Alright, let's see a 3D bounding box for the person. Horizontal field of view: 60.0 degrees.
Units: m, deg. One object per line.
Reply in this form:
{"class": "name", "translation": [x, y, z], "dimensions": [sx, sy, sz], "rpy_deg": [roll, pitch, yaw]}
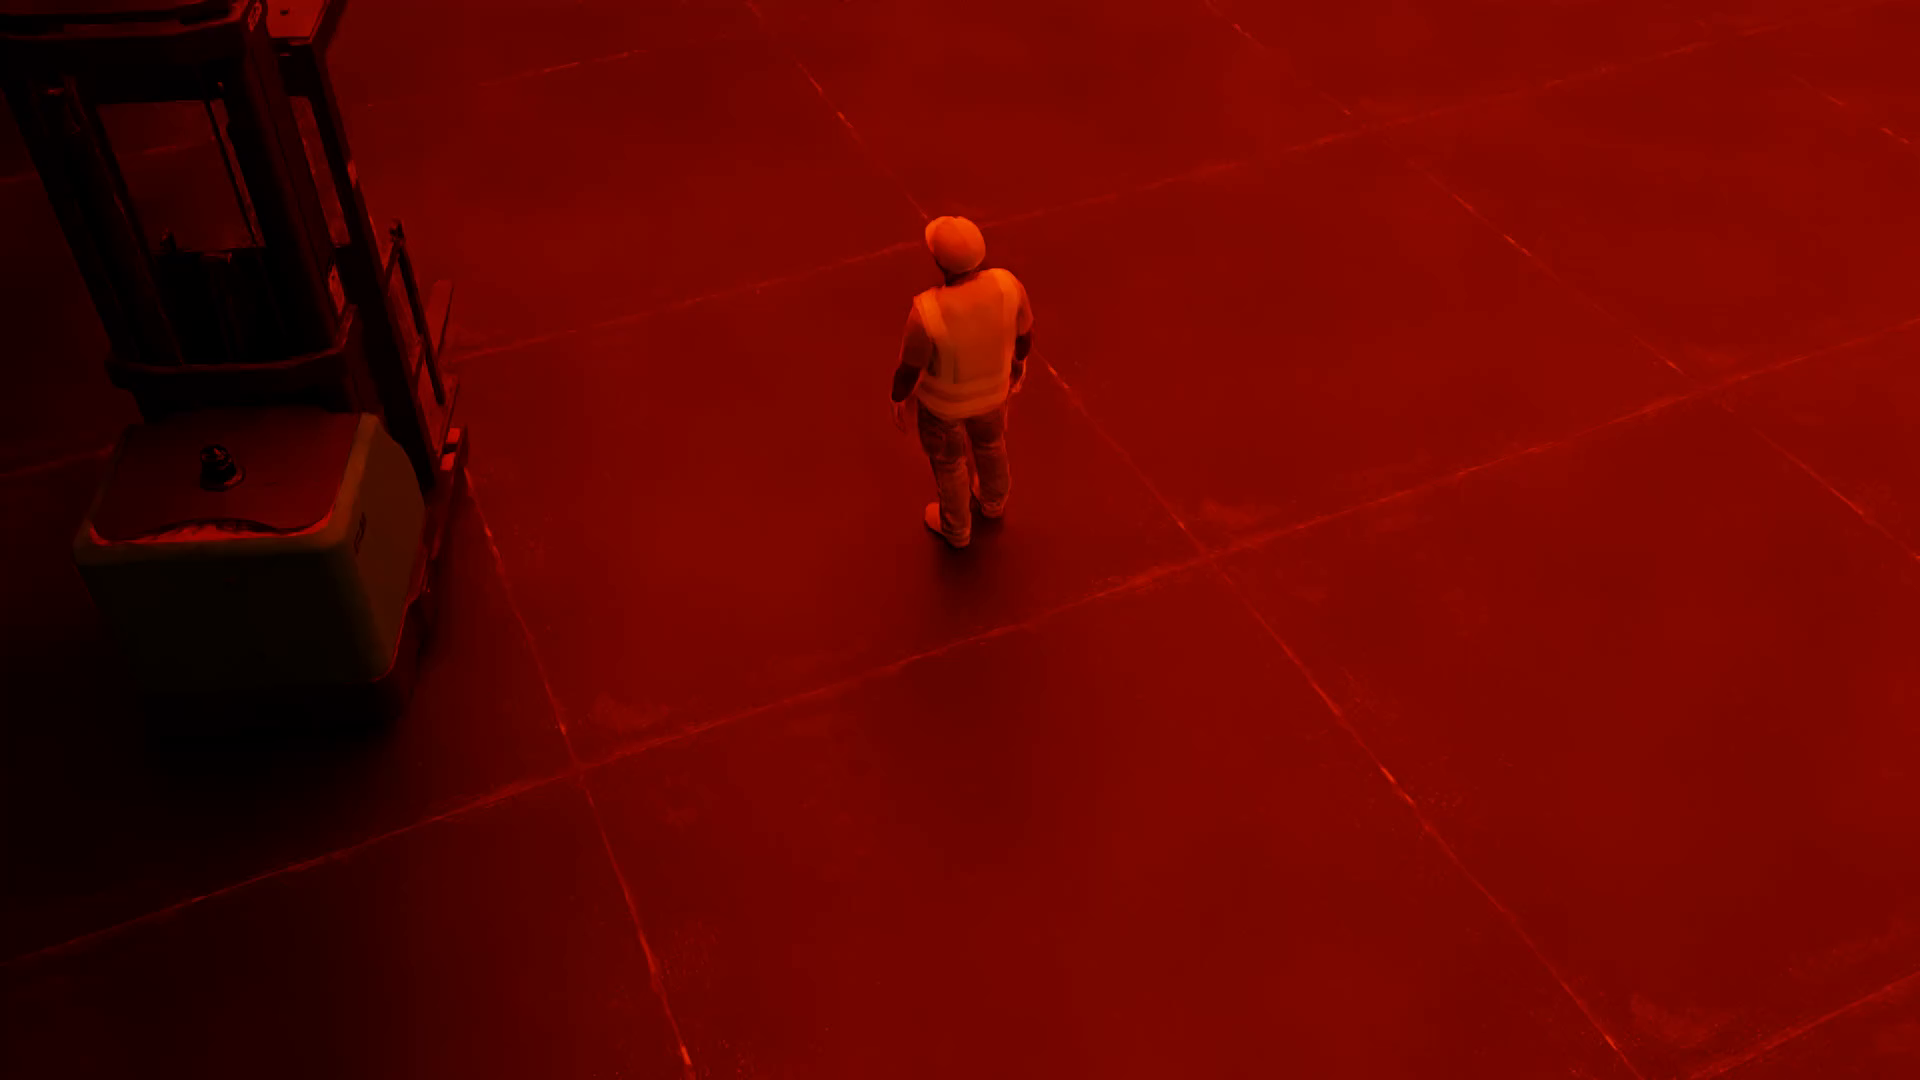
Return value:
{"class": "person", "translation": [-0.023, -0.704, 7.266], "dimensions": [0.655, 1.782, 0.576], "rpy_deg": [-18, 46, -18]}

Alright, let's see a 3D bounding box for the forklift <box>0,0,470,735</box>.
{"class": "forklift", "translation": [-2.966, -1.269, 7.040], "dimensions": [1.130, 2.935, 3.031], "rpy_deg": [-3, 43, -4]}
